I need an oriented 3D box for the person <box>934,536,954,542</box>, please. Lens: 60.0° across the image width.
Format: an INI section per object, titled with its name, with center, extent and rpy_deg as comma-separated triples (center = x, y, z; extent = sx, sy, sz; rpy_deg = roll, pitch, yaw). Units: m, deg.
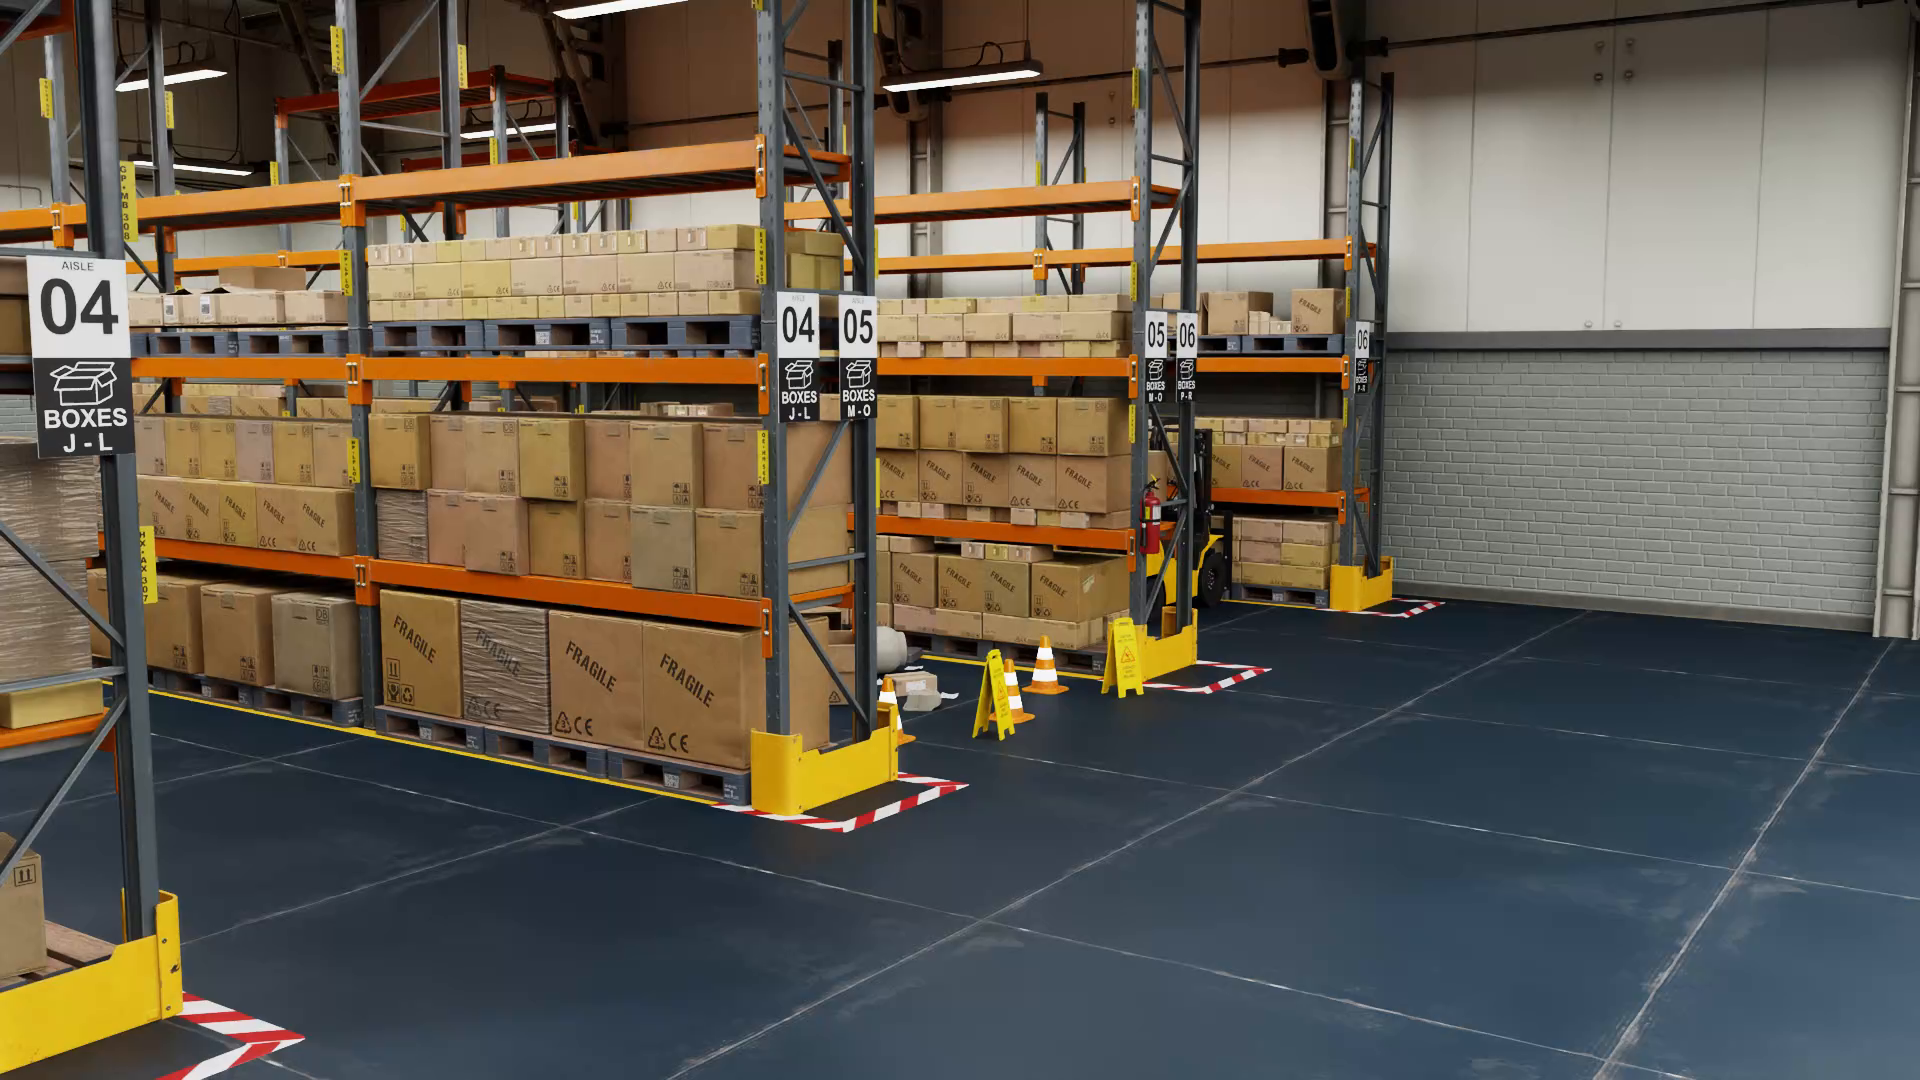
[person]
center = -0.313, -0.184, 19.239
extent = 0.581, 1.771, 0.684
rpy_deg = -4, 8, -34
